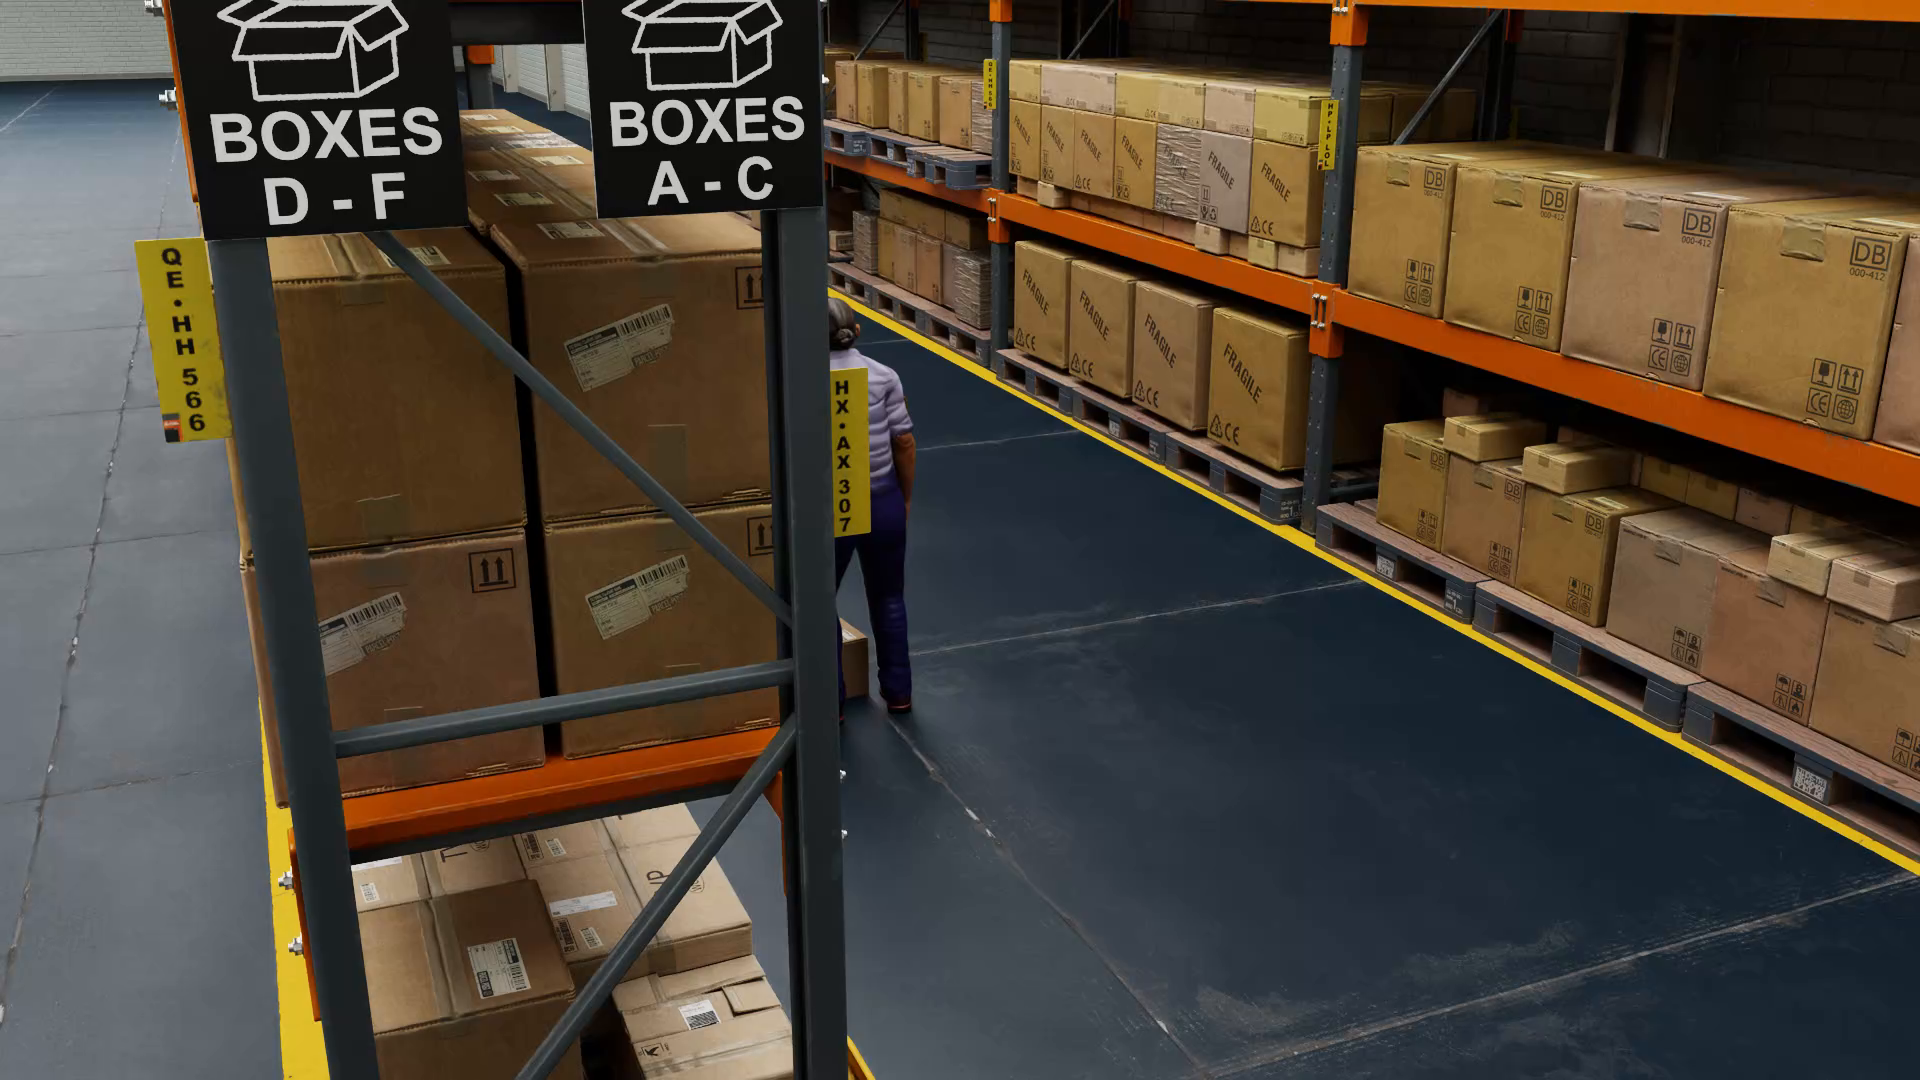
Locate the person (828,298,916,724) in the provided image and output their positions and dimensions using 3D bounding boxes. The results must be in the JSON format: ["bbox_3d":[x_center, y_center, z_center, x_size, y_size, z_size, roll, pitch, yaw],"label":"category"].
[{"bbox_3d":[-0.418,-0.099,6.363,0.539,1.651,0.377,-8,21,-22],"label":"person"}]
